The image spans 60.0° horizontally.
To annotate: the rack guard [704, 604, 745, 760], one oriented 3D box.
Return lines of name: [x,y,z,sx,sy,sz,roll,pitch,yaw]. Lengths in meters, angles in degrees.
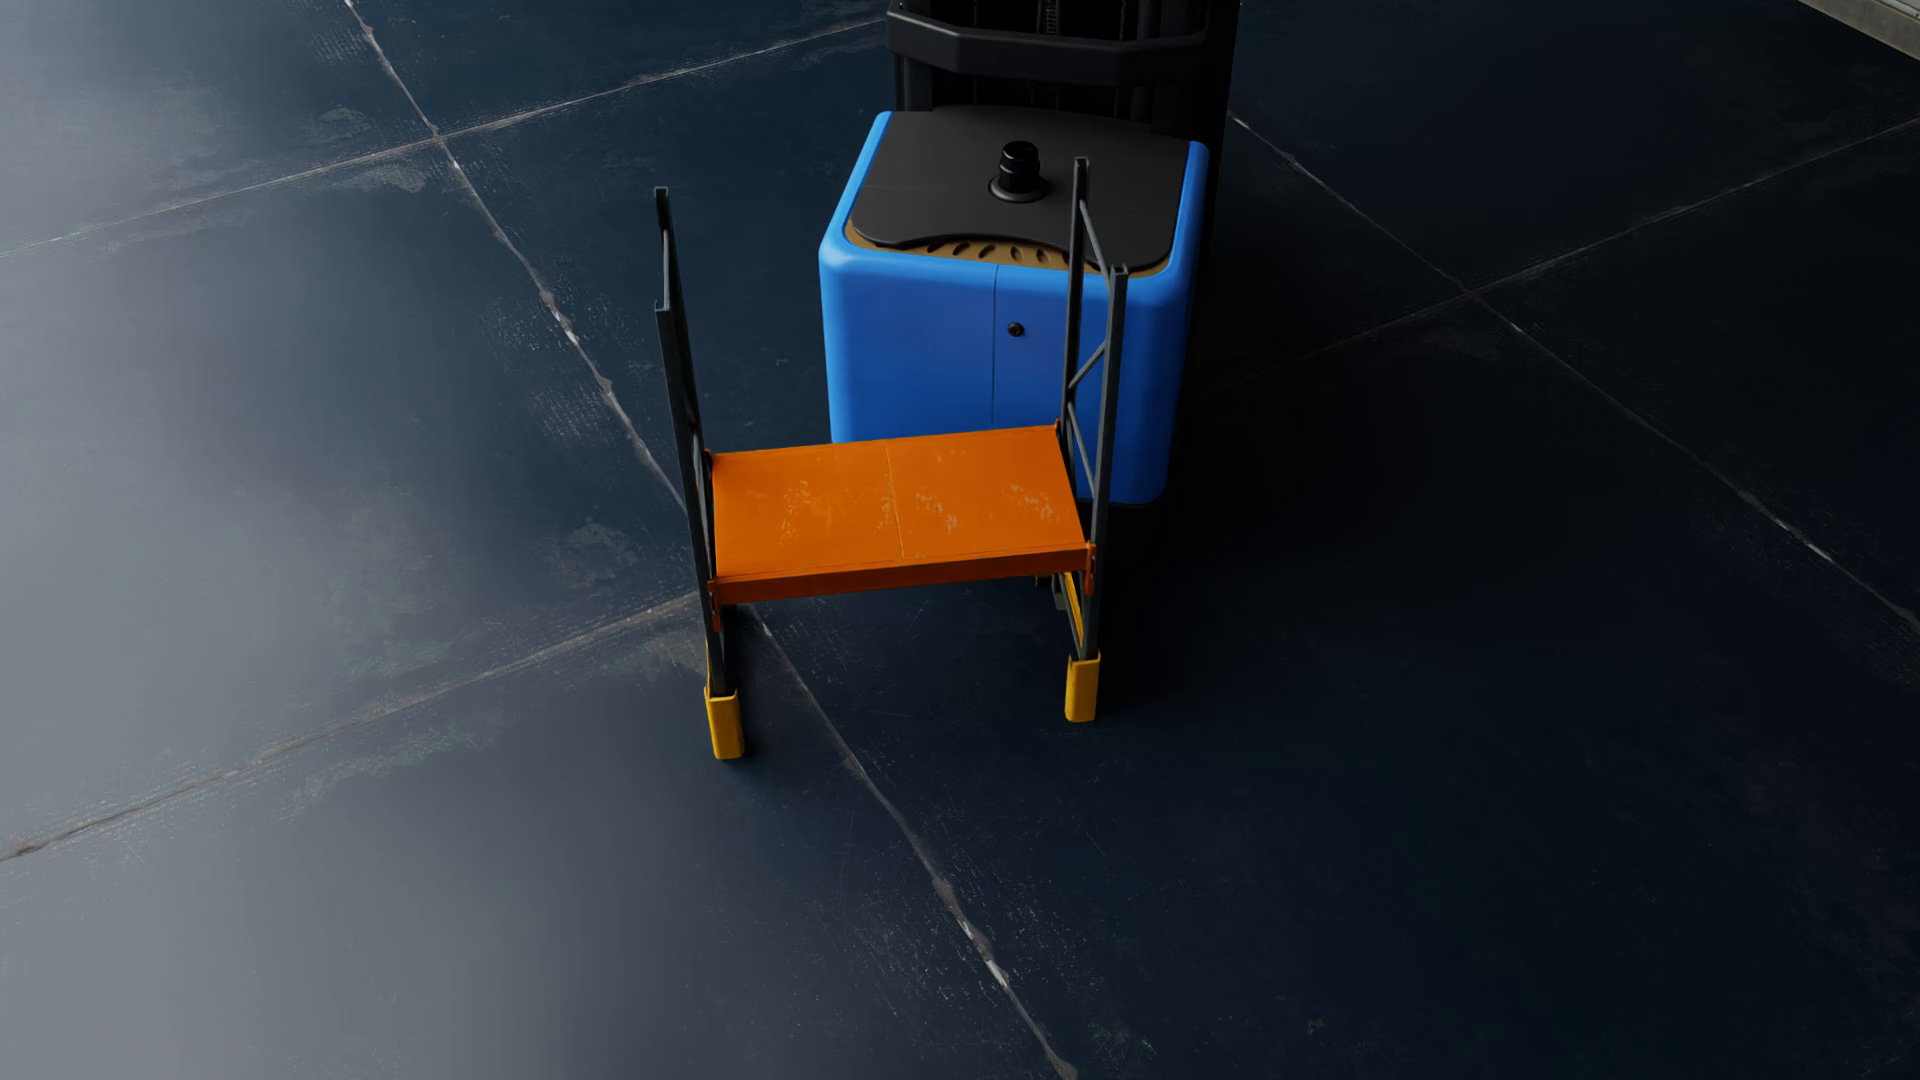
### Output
rack guard: [-0.678,0.317,4.744,0.087,0.250,0.587,-5,44,-5]

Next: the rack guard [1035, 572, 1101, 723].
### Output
rack guard: [0.309,0.225,4.839,0.087,0.250,0.587,-5,44,-5]

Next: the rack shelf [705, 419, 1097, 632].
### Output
rack shelf: [-0.176,-0.050,4.482,1.000,0.185,0.538,-5,44,-5]

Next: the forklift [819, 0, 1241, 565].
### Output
forklift: [0.373,-2.015,5.222,1.130,2.935,3.031,7,45,8]

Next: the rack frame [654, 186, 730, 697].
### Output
rack frame: [-0.680,-0.132,4.309,0.032,1.500,0.500,-5,44,-5]

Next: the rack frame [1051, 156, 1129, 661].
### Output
rack frame: [0.328,-0.226,4.406,0.032,1.500,0.500,-5,44,-5]

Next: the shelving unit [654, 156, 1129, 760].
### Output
shelving unit: [-0.185,-0.178,4.356,1.083,1.500,0.587,-5,44,-5]
